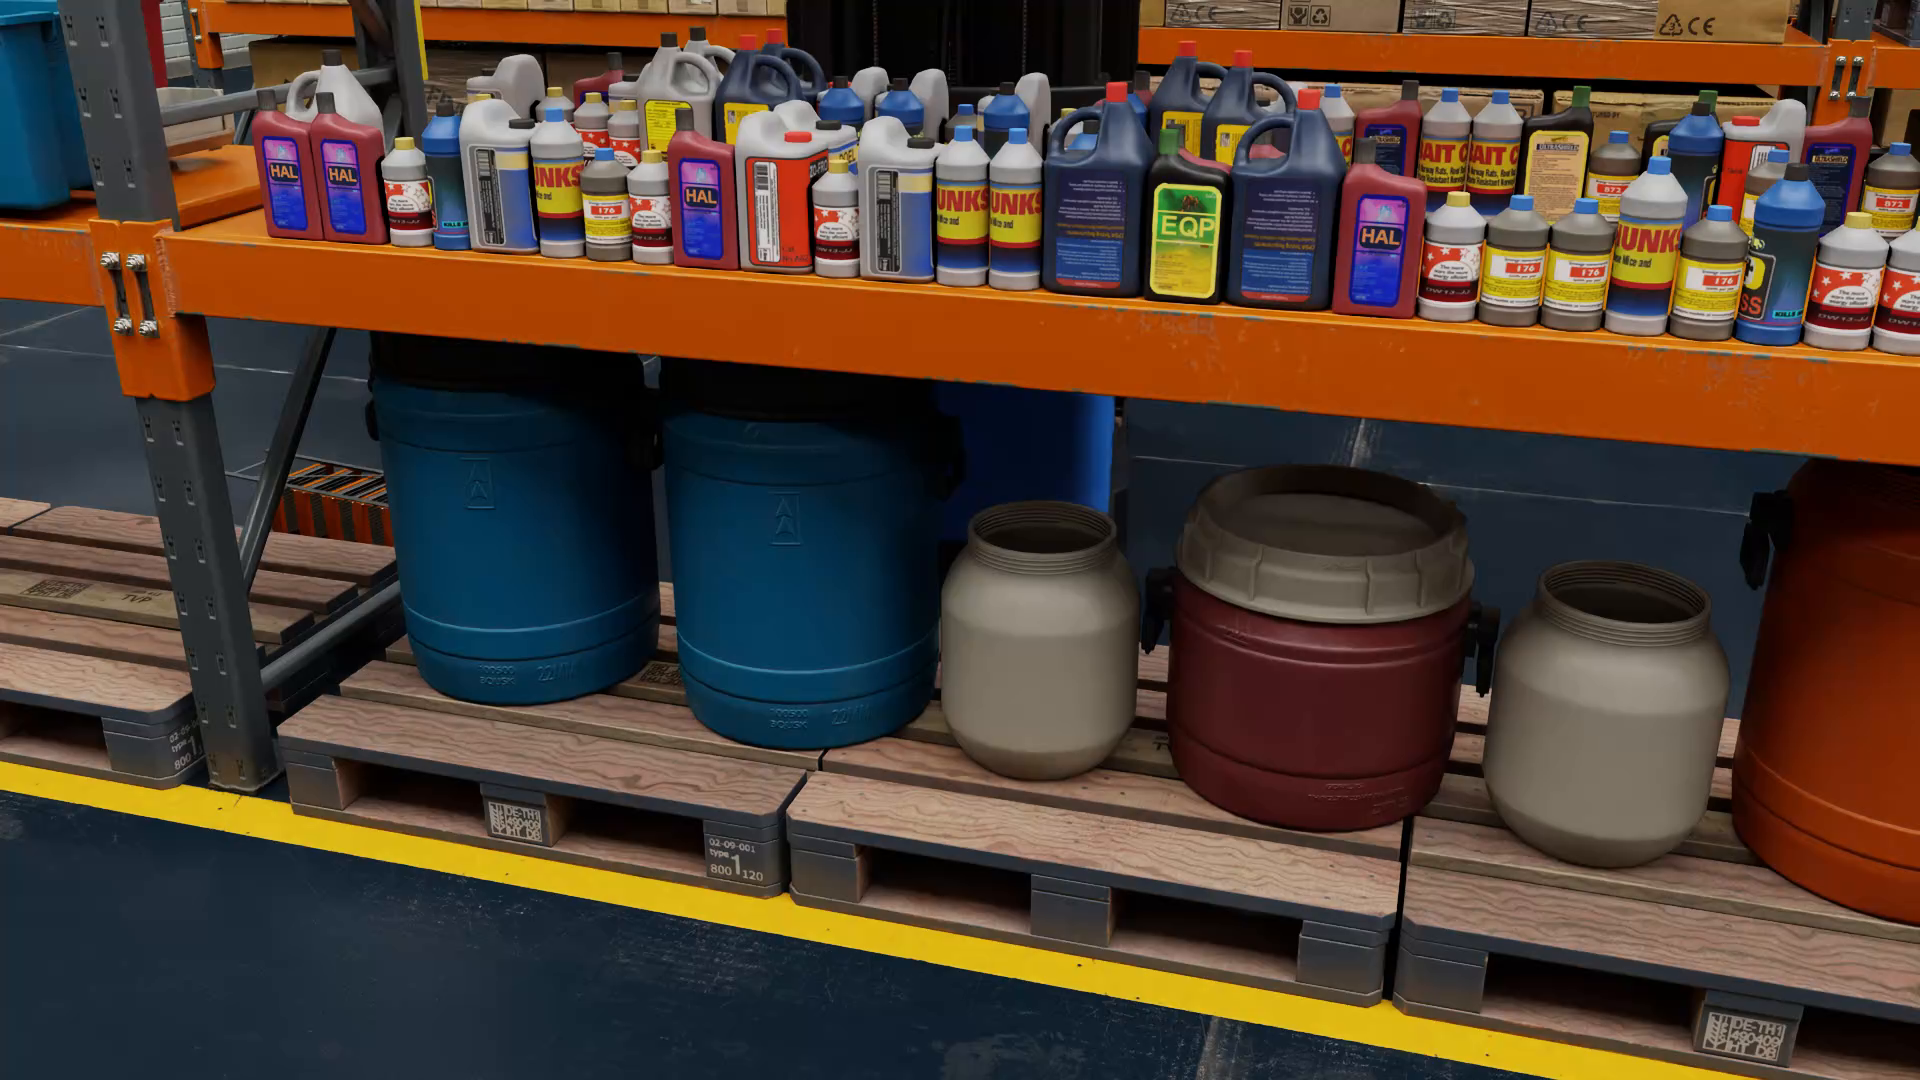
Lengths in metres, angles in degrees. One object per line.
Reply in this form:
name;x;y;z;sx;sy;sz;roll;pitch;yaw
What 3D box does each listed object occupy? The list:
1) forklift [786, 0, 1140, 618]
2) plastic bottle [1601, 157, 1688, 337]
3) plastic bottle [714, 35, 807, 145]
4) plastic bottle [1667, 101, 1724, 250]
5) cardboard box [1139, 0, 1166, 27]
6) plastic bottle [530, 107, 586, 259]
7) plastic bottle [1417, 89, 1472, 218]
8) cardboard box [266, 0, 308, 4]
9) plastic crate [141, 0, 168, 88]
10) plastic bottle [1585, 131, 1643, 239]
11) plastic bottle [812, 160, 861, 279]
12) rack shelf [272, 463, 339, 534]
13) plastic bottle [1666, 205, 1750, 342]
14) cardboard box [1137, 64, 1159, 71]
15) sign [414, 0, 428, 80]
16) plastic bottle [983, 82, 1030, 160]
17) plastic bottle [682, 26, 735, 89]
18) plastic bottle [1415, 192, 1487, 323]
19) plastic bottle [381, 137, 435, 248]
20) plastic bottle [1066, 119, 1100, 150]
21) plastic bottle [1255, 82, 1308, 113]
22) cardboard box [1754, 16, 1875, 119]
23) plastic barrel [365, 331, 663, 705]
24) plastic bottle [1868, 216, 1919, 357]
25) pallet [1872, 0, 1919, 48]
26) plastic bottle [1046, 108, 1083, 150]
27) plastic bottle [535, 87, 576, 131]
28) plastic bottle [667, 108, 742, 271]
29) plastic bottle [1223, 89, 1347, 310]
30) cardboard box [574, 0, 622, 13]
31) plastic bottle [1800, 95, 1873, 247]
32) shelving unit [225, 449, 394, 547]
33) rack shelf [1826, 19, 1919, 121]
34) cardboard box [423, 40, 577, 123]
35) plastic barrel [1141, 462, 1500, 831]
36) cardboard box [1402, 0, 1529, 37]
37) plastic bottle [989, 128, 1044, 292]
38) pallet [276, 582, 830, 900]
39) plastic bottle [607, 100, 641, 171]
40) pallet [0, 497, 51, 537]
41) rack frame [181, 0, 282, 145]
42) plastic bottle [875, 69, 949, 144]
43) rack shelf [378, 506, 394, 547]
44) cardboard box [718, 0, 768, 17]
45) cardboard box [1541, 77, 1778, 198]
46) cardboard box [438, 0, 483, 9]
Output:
forklift;0.035;-1.634;5.390;1.130;2.935;3.031;2;22;6
plastic bottle;1.081;-0.464;2.618;0.097;0.271;0.097;0;22;0
plastic bottle;-0.429;-0.908;3.596;0.185;0.351;0.144;7;23;16
plastic bottle;1.406;-0.703;3.202;0.097;0.271;0.097;0;22;0
cardboard box;0.742;-2.635;7.610;0.500;0.500;0.500;7;23;16
plastic bottle;-0.752;-0.674;3.130;0.097;0.271;0.097;0;22;0
plastic bottle;0.982;-0.776;3.379;0.097;0.271;0.097;0;22;0
cardboard box;-3.447;-2.921;8.769;0.250;0.149;0.380;6;23;15
plastic crate;-2.321;-1.232;4.157;0.583;0.464;0.402;7;23;16
plastic bottle;1.296;-0.708;3.305;0.097;0.201;0.097;0;22;0
plastic bottle;-0.216;-0.580;2.993;0.097;0.201;0.097;0;22;0
rack shelf;-2.088;-0.129;5.331;0.103;0.180;0.258;10;24;24
plastic bottle;1.174;-0.421;2.605;0.097;0.201;0.097;0;22;0
cardboard box;0.510;-1.933;8.277;0.875;0.875;1.225;7;23;16
sign;-1.378;-1.313;4.154;0.005;0.325;0.100;7;23;16
plastic bottle;0.097;-0.817;3.479;0.097;0.271;0.097;0;22;0
plastic bottle;-0.564;-0.981;3.773;0.185;0.351;0.144;7;23;16
plastic bottle;0.802;-0.464;2.709;0.097;0.201;0.097;0;22;0
plastic bottle;-1.068;-0.678;3.231;0.097;0.201;0.097;0;22;0
plastic bottle;0.234;-0.618;2.994;0.097;0.271;0.097;0;22;0
plastic bottle;0.642;-0.806;3.447;0.135;0.276;0.152;7;23;16
cardboard box;5.808;-3.191;11.509;0.750;0.750;1.050;6;23;15
plastic barrel;-1.023;-0.143;3.878;0.708;0.901;0.600;7;23;16
plastic bottle;1.454;-0.389;2.527;0.097;0.201;0.097;0;22;0
pallet;4.434;-2.218;6.978;1.003;0.211;1.213;7;23;16
plastic bottle;0.234;-0.829;3.601;0.097;0.201;0.097;0;22;0
plastic bottle;-0.949;-0.965;3.932;0.097;0.201;0.097;0;22;0
plastic bottle;-0.461;-0.639;3.029;0.133;0.283;0.061;7;23;16
plastic bottle;0.546;-0.571;2.775;0.185;0.351;0.144;7;23;16
cardboard box;-1.725;-2.724;8.289;0.250;0.149;0.380;6;23;15
plastic bottle;1.668;-0.710;3.203;0.133;0.283;0.061;7;23;16
shelving unit;-1.805;-0.078;5.201;1.200;0.189;0.258;10;24;24
rack shelf;5.636;-1.794;6.640;4.000;0.370;1.077;7;23;16
cardboard box;-2.431;-2.294;9.156;0.875;0.875;0.875;7;23;16
plastic barrel;0.736;0.203;3.446;0.708;0.588;0.600;7;23;16
cardboard box;2.204;-2.469;7.205;0.500;0.500;0.500;6;23;14
plastic bottle;0.099;-0.576;2.892;0.097;0.271;0.097;0;22;0
pallet;-0.812;0.405;4.006;1.213;0.211;1.003;7;23;16
plastic bottle;-0.737;-0.880;3.725;0.097;0.201;0.097;0;22;0
pallet;-3.426;0.105;4.735;1.213;0.211;1.003;7;23;16
rack frame;-3.938;-3.223;9.176;0.127;3.000;1.000;7;23;16
plastic bottle;-0.107;-0.892;3.656;0.135;0.276;0.152;7;23;16
rack shelf;-1.657;-0.051;5.134;0.103;0.180;0.258;10;24;24
cardboard box;-0.987;-2.639;8.083;0.250;0.149;0.380;6;23;15
cardboard box;3.067;-1.641;7.564;0.875;0.875;1.225;5;23;13
cardboard box;-2.461;-2.808;8.495;0.250;0.149;0.380;6;23;15
